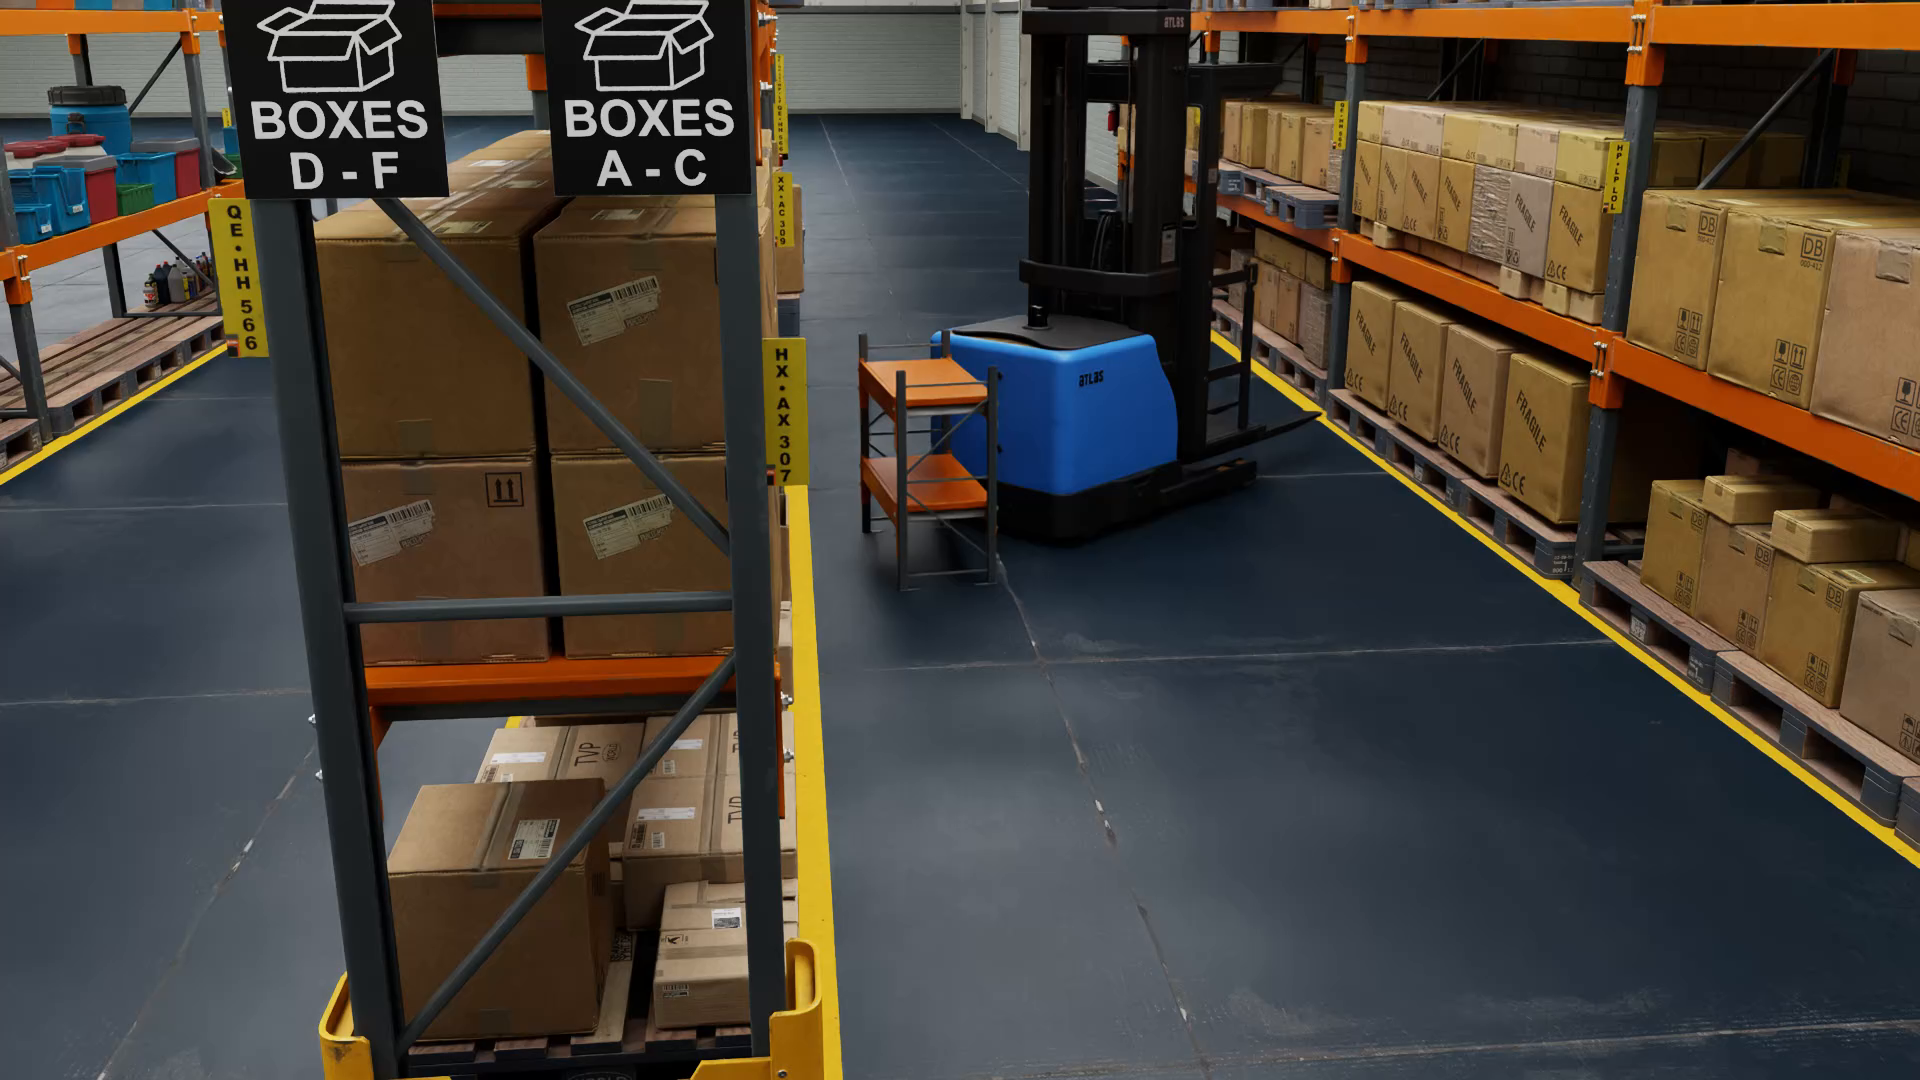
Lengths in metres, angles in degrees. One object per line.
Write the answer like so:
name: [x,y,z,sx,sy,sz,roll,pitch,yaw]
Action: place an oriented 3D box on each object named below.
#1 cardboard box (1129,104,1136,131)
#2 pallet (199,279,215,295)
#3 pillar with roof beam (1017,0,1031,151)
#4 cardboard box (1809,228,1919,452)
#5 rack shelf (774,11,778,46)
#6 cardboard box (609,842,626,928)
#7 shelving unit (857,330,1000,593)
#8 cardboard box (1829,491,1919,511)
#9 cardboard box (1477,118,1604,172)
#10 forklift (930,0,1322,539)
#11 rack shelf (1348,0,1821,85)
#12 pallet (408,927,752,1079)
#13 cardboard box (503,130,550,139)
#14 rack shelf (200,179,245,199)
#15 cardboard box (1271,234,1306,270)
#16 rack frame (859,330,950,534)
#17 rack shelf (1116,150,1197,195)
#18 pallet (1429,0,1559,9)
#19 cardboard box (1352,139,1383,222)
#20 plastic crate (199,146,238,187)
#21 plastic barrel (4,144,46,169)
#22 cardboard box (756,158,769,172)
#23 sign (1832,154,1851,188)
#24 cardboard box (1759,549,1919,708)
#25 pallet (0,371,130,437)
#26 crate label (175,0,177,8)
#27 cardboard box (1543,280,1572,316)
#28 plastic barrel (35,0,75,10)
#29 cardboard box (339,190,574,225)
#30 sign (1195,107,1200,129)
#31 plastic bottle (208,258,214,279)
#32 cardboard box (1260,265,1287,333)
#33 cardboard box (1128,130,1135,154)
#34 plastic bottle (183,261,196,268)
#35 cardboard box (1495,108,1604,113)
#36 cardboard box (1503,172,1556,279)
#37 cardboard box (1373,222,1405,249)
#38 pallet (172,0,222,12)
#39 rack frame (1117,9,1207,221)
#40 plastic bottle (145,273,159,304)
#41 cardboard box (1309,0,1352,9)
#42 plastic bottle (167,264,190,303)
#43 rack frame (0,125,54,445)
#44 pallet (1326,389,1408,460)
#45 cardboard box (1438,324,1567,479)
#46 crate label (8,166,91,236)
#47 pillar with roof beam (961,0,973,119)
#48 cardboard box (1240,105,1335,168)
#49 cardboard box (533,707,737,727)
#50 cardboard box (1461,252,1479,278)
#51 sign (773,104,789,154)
cardboard box: [2.148,-4.763,18.305,0.500,0.500,0.500,-2,18,-5]
pallet: [-7.241,-2.504,16.799,1.003,0.211,1.213,-2,18,-6]
pillar with roof beam: [-2.849,-12.676,34.531,9.100,9.000,0.400,-2,18,-6]
cardboard box: [3.789,-0.738,6.019,0.980,0.700,0.700,-3,18,-8]
rack shelf: [-2.364,-5.104,16.620,1.077,0.370,4.000,-2,18,-6]
cardboard box: [-1.173,1.019,4.919,0.380,0.166,0.250,-2,18,-6]
shelving unit: [-0.182,-0.443,8.710,0.538,1.125,1.048,-4,18,-13]
cardboard box: [3.837,-0.096,6.865,0.380,0.149,0.250,-2,18,-7]
cardboard box: [3.196,-2.184,9.176,0.500,0.250,0.500,-1,17,-5]
forklift: [1.176,-1.770,9.921,1.130,2.935,3.031,15,23,40]
rack shelf: [3.389,-2.875,9.519,1.077,0.370,4.000,-2,18,-6]
pallet: [-1.011,1.225,4.922,1.003,0.211,1.213,-2,18,-6]
cardboard box: [-1.563,-1.412,6.832,0.500,0.500,0.500,-1,17,-4]
rack shelf: [-7.291,-3.521,16.586,1.077,0.370,4.000,-2,18,-6]
cardboard box: [2.968,-2.445,14.143,0.500,0.250,0.500,-2,18,-7]
rack frame: [-0.300,-0.591,9.182,0.500,1.125,0.032,-4,18,-13]
rack shelf: [2.563,-3.827,17.560,1.077,0.370,4.000,-2,18,-6]
pallet: [3.420,-3.200,9.671,1.003,0.211,1.213,-1,17,-3]
cardboard box: [2.978,-2.429,11.210,0.500,0.500,0.500,-1,17,-4]
plastic crate: [-7.012,-3.399,15.098,0.767,0.338,0.504,-2,18,-6]
plastic barrel: [-7.084,-2.694,12.523,0.433,0.535,0.433,0,17,0]
cardboard box: [-0.864,-0.966,5.411,0.500,0.500,0.500,-2,18,-6]
sign: [4.147,-1.659,7.877,0.100,0.325,0.005,-2,18,-6]
cardboard box: [3.669,0.330,6.590,0.700,0.500,0.500,-1,17,-4]
pallet: [-6.713,-0.978,11.940,1.003,0.211,1.213,-2,18,-6]
crate label: [-7.633,-5.252,16.140,0.502,0.251,0.408,-2,18,-6]
cardboard box: [3.229,-1.247,8.527,0.380,0.149,0.250,-1,17,-5]
plastic barrel: [-6.608,-4.159,11.692,0.600,0.830,0.708,-2,18,-6]
cardboard box: [-1.292,-0.644,4.386,0.500,0.500,0.500,-1,17,-4]
sign: [2.231,-3.968,15.364,0.100,0.325,0.005,-2,18,-6]
plastic bottle: [-7.609,-2.754,16.880,0.097,0.201,0.097,0,17,0]
cardboard box: [2.978,-2.067,14.193,0.700,0.500,0.500,-2,17,-5]
cardboard box: [2.159,-4.395,18.384,0.500,0.250,0.500,-2,18,-7]
plastic bottle: [-7.504,-2.564,16.148,0.152,0.276,0.135,-1,17,-5]
cardboard box: [3.586,-2.505,10.200,0.500,0.250,0.500,-2,18,-7]
cardboard box: [3.234,-1.672,8.797,0.500,0.500,0.500,-2,18,-5]
cardboard box: [2.946,-2.010,10.958,0.380,0.149,0.250,-1,17,-4]
pallet: [-7.256,-4.821,14.834,1.213,0.211,1.003,-2,18,-6]
rack frame: [2.357,-4.766,19.351,1.000,3.000,0.127,-2,18,-6]
plastic bottle: [-7.462,-2.315,15.345,0.061,0.283,0.133,-1,17,-3]
cardboard box: [2.839,-3.987,11.976,0.500,0.311,0.500,-2,18,-6]
plastic bottle: [-7.294,-2.402,15.508,0.144,0.351,0.185,-2,18,-6]
rack frame: [-6.672,-2.077,10.784,1.000,3.000,0.127,-2,18,-6]
pallet: [3.189,-0.815,11.421,1.003,0.211,1.213,-2,18,-6]
cardboard box: [3.304,-0.820,9.669,0.750,0.750,0.750,-1,17,-4]
crate label: [-6.505,-2.398,11.748,0.502,0.435,0.616,-2,18,-6]
pillar with roof beam: [-4.087,-16.252,45.919,9.100,9.000,0.400,-2,18,-6]
cardboard box: [2.839,-3.513,14.456,0.700,0.500,0.500,0,17,0]
cardboard box: [-1.133,0.504,5.997,0.797,0.503,0.637,-2,18,-6]
cardboard box: [3.175,-1.632,9.753,0.380,0.149,0.250,-1,17,-4]
sign: [-1.206,-2.763,11.169,0.100,0.325,0.005,-2,18,-6]
